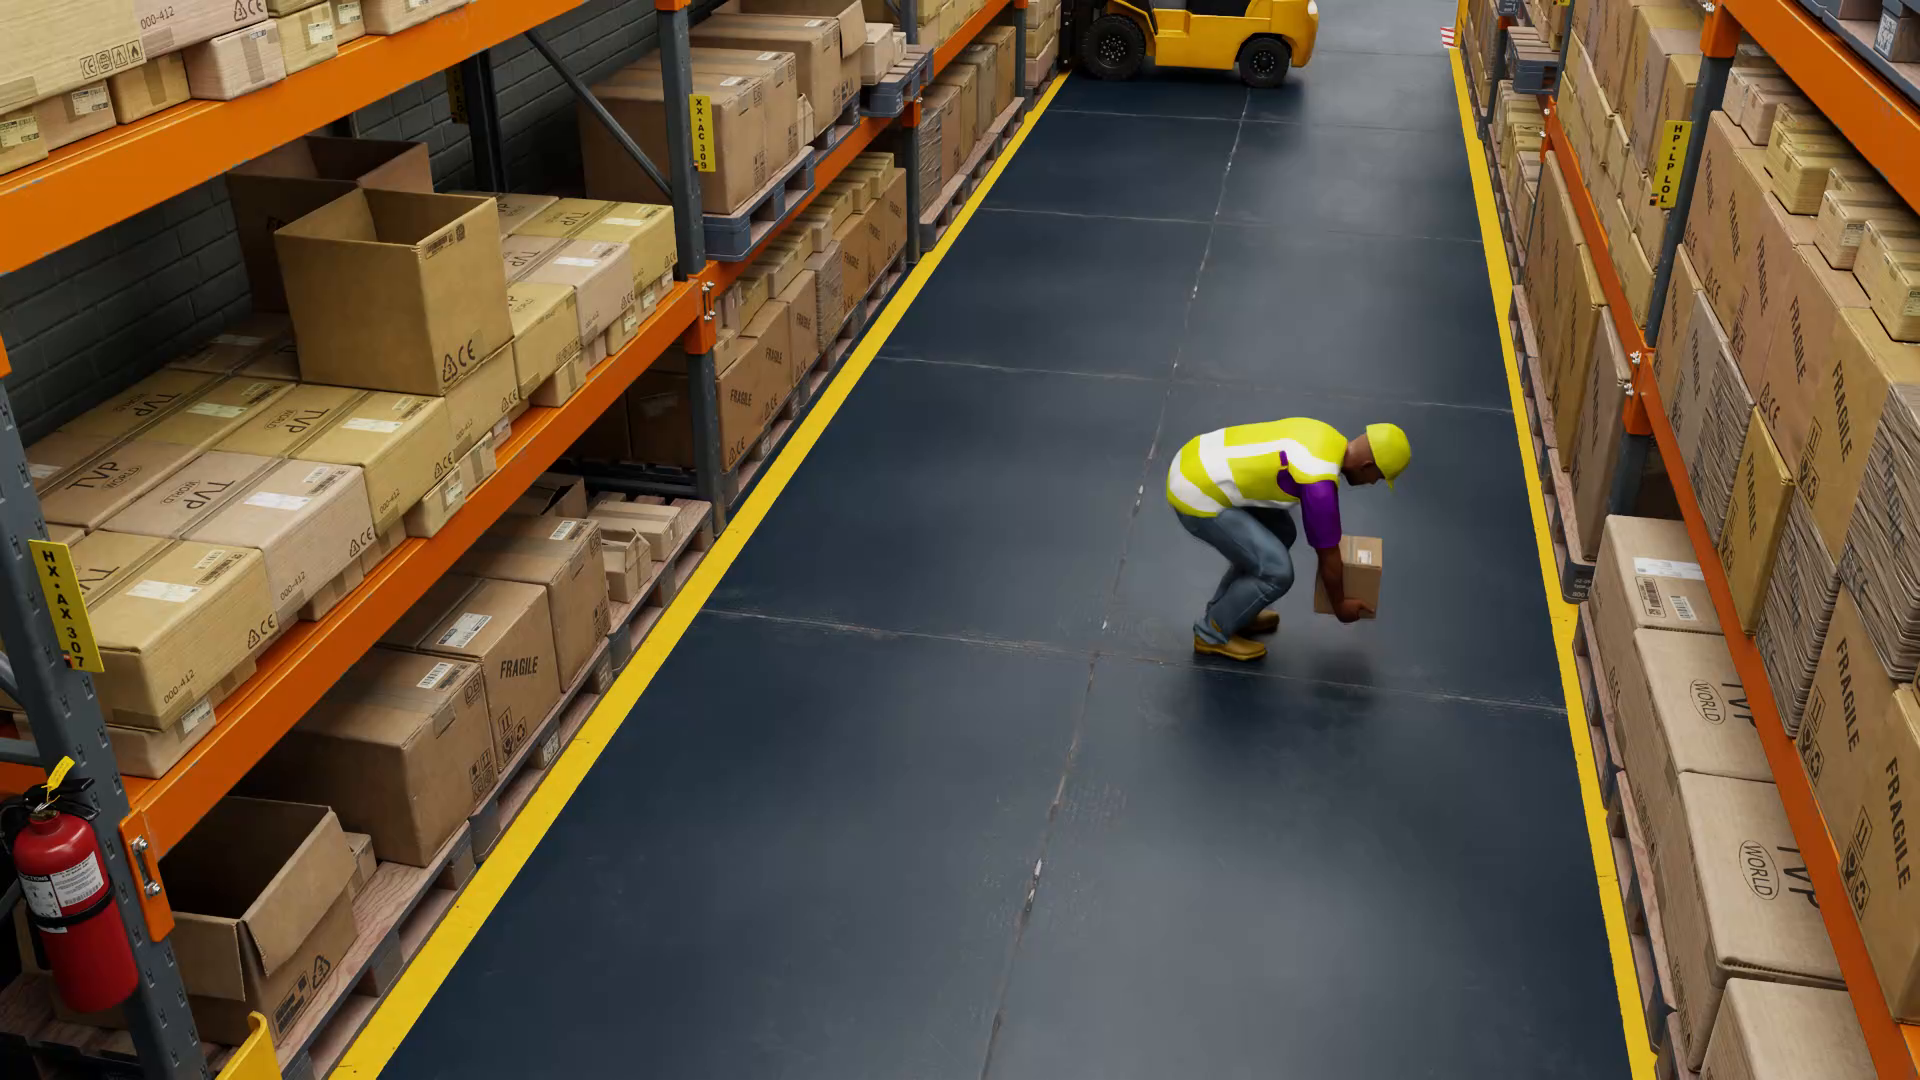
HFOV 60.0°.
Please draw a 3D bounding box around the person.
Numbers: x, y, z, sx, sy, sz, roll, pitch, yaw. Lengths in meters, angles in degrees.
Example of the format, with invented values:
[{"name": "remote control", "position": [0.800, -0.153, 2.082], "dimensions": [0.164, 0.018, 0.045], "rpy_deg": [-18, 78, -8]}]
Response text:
[{"name": "person", "position": [1.332, -0.030, 6.919], "dimensions": [0.963, 1.034, 0.526], "rpy_deg": [5, 29, 8]}]
